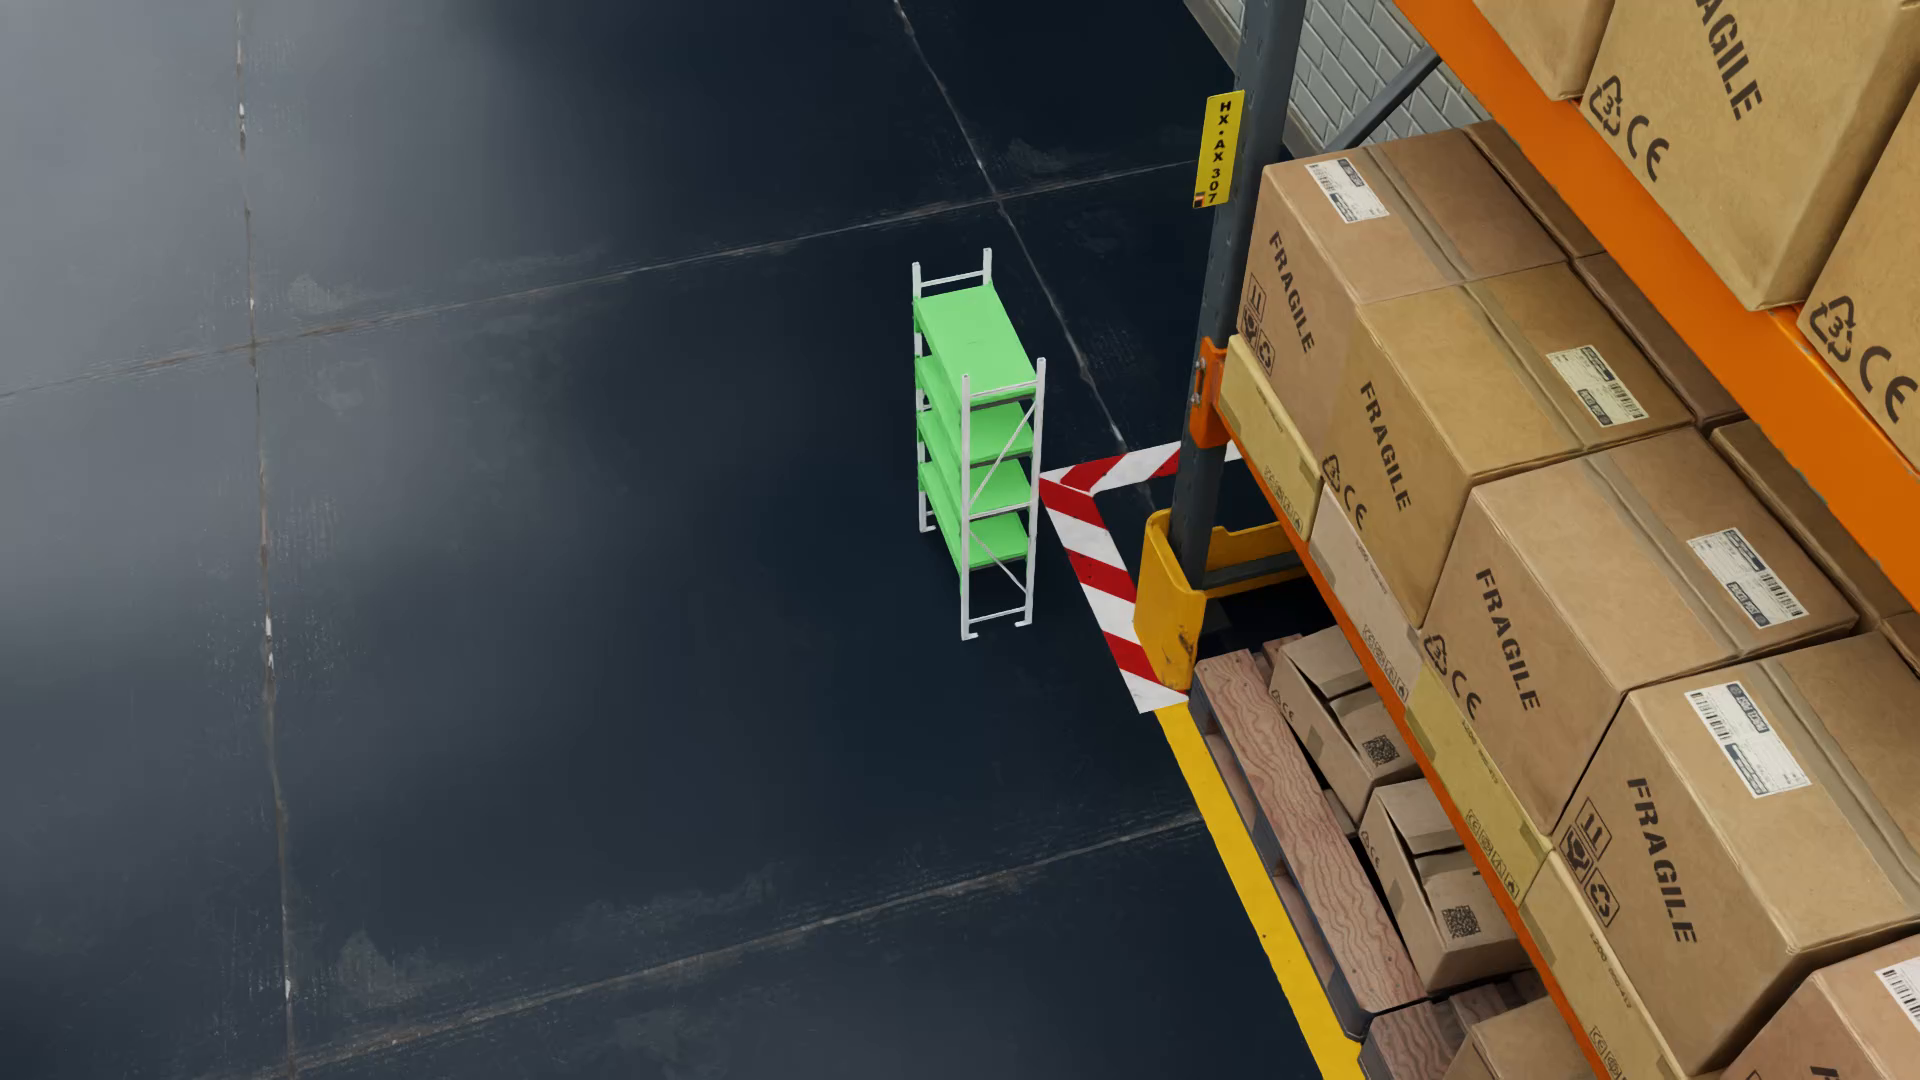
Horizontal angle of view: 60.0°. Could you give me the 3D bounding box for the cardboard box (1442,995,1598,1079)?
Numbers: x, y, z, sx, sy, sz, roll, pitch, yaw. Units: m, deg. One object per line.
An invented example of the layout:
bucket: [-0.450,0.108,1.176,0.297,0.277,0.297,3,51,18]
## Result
cardboard box: [1.601,1.370,3.980,0.700,0.500,0.500,-16,52,-13]

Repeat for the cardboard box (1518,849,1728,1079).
cardboard box: [1.445,0.806,3.193,0.500,0.250,0.500,-13,51,-11]

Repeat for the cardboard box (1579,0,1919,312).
cardboard box: [1.287,-0.709,2.345,0.500,0.500,0.500,-11,51,-9]

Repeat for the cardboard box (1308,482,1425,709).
cardboard box: [1.153,0.063,3.820,0.500,0.250,0.500,-15,51,-12]

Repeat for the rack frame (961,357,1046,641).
rack frame: [0.121,-0.088,5.039,0.240,1.200,0.015,-13,51,-11]

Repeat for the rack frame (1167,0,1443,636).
rack frame: [1.145,-0.783,4.448,1.000,3.000,0.127,-13,51,-11]

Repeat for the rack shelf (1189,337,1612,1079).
rack shelf: [1.736,0.910,3.492,1.077,0.370,4.000,-13,51,-11]

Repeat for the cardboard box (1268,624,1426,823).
cardboard box: [1.263,0.468,4.865,0.500,0.311,0.500,-19,52,-15]

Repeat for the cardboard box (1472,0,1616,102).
cardboard box: [1.129,-1.087,2.664,0.500,0.500,0.500,-10,51,-9]

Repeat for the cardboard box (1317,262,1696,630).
cardboard box: [1.135,-0.203,3.554,0.500,0.500,0.500,-13,51,-11]

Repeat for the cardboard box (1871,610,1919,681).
cardboard box: [1.932,0.428,3.022,0.500,0.500,0.500,-13,51,-10]

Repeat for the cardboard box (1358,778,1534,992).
cardboard box: [1.432,0.884,4.514,0.500,0.311,0.500,-10,51,-8]

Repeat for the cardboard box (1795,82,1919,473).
cardboard box: [1.465,-0.323,2.020,0.500,0.500,0.500,-10,51,-9]

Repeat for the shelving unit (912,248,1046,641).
shelving unit: [0.049,-0.266,5.189,0.258,1.200,0.503,-13,51,-11]

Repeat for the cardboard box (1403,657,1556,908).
cardboard box: [1.298,0.437,3.505,0.500,0.250,0.500,-14,51,-12]

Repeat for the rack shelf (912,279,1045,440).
rack shelf: [0.049,-0.534,4.871,0.258,0.148,0.480,-13,51,-11]

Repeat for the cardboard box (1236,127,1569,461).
cardboard box: [0.999,-0.566,3.860,0.500,0.500,0.500,-13,51,-11]

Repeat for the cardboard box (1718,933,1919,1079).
cardboard box: [1.601,0.930,2.599,0.500,0.500,0.500,-15,51,-12]

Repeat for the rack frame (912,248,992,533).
rack frame: [-0.023,-0.444,5.340,0.240,1.200,0.015,-13,51,-11]

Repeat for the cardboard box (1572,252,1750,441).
cardboard box: [1.626,-0.317,3.650,0.500,0.500,0.500,-13,51,-10]

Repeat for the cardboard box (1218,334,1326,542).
cardboard box: [0.986,-0.313,4.137,0.500,0.250,0.500,-15,51,-12]

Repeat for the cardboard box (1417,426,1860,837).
cardboard box: [1.282,0.176,3.234,0.500,0.500,0.500,-15,51,-12]

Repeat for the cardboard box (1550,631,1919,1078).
cardboard box: [1.446,0.550,2.919,0.500,0.500,0.500,-12,51,-10]

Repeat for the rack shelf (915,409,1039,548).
rack shelf: [0.049,-0.225,5.238,0.258,0.148,0.480,-13,51,-11]

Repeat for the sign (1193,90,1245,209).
sign: [0.626,-0.939,4.014,0.100,0.325,0.005,-13,51,-11]

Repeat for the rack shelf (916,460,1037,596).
rack shelf: [0.049,-0.070,5.422,0.258,0.148,0.480,-13,51,-11]

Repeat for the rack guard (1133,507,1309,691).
rack guard: [1.167,0.078,5.357,1.175,0.500,0.348,-13,51,-11]

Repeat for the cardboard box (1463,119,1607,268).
cardboard box: [1.487,-0.687,3.961,0.500,0.500,0.500,-14,51,-11]

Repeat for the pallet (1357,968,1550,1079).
pallet: [1.731,1.662,4.211,1.003,0.211,1.213,-13,51,-11]

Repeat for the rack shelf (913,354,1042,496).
rack shelf: [0.049,-0.379,5.055,0.258,0.148,0.480,-13,51,-11]

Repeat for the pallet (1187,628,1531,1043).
pallet: [1.374,0.773,4.961,1.003,0.211,1.213,-13,51,-11]

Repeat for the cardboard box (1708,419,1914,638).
cardboard box: [1.783,0.060,3.332,0.500,0.500,0.500,-15,51,-12]
